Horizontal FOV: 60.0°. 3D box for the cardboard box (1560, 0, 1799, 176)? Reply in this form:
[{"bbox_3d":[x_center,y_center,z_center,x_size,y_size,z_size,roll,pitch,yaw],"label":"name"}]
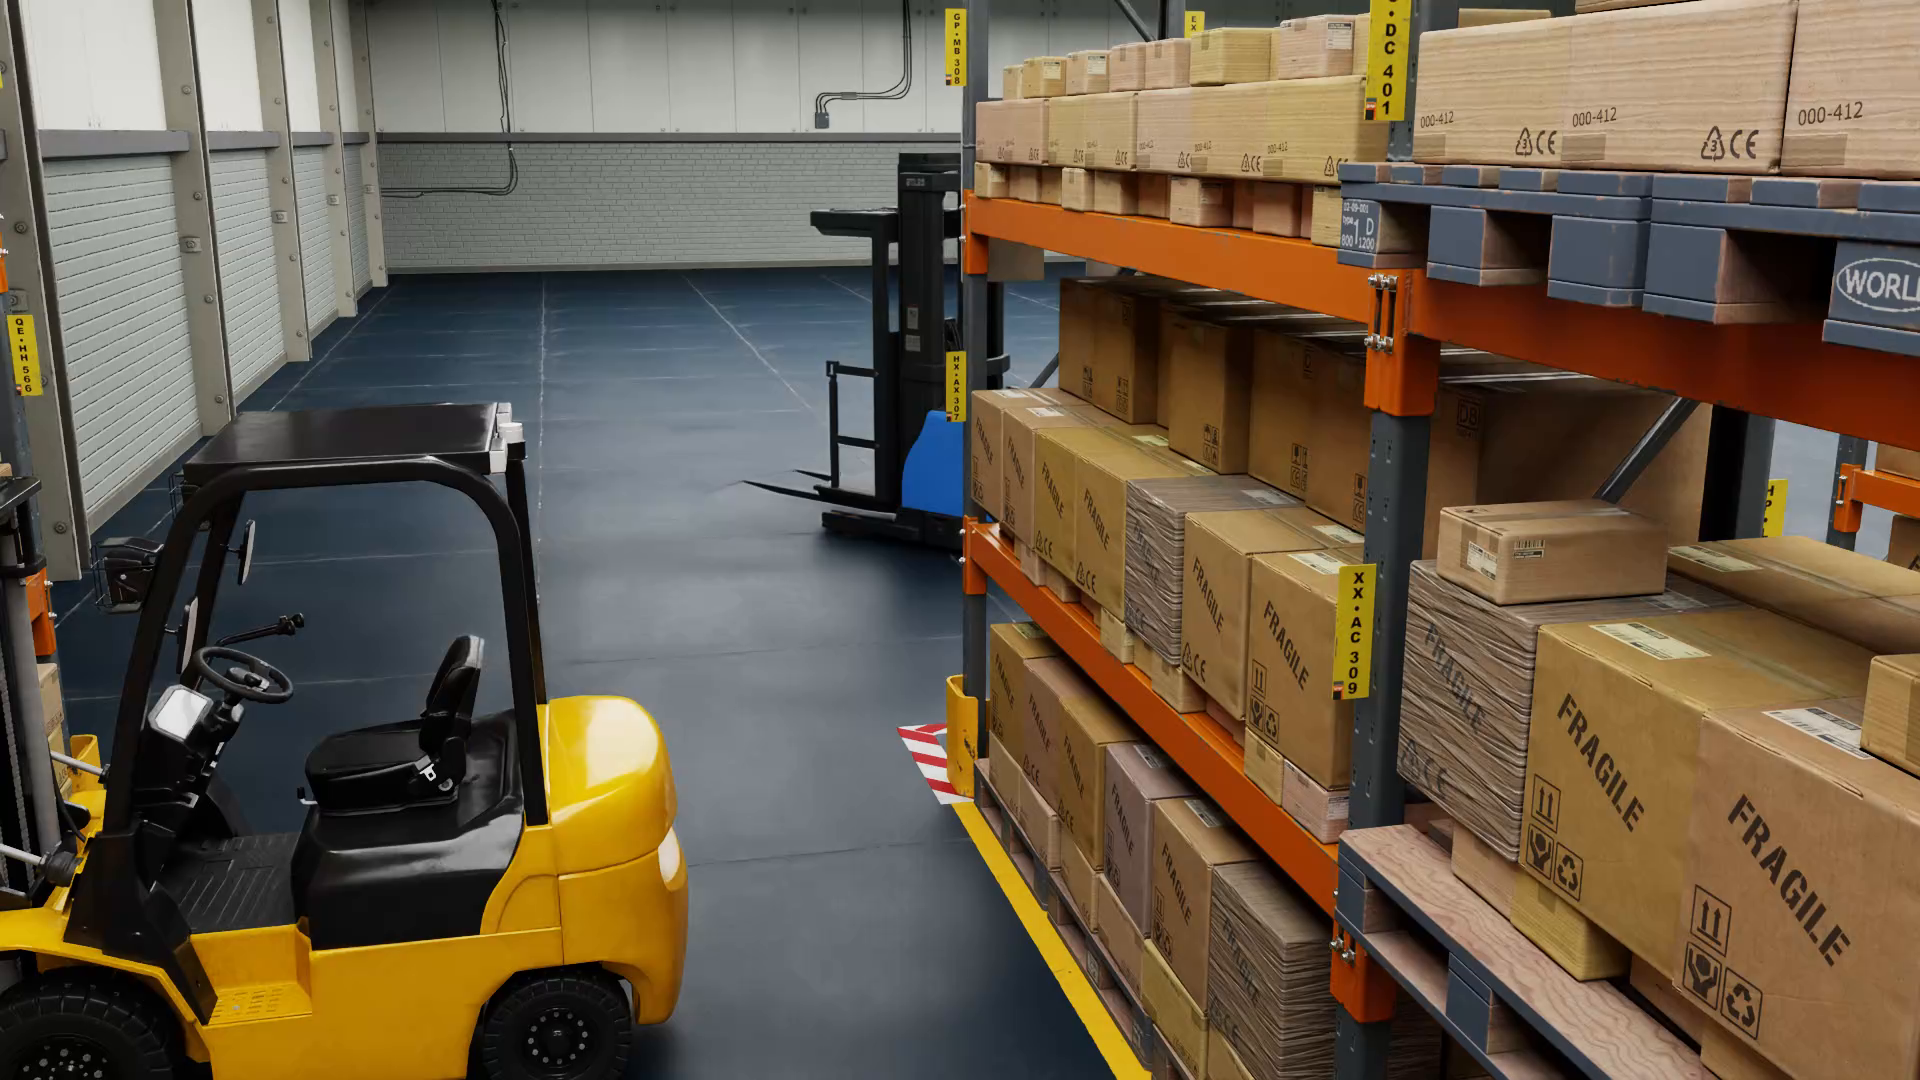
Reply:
[{"bbox_3d":[1.320,-0.709,2.621,0.500,0.250,0.500,-3,14,-14],"label":"cardboard box"}]

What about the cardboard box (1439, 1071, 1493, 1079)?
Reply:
[{"bbox_3d":[1.576,1.585,5.026,0.500,0.250,0.500,-4,14,-16],"label":"cardboard box"}]

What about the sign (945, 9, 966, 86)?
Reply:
[{"bbox_3d":[-0.015,-2.169,7.324,0.100,0.325,0.005,-3,14,-13],"label":"sign"}]

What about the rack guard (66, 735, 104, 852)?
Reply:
[{"bbox_3d":[-4.317,1.168,7.091,1.175,0.500,0.348,-3,14,-13],"label":"rack guard"}]

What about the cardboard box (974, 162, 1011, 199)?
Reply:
[{"bbox_3d":[0.275,-1.558,7.194,0.380,0.149,0.250,-3,14,-13],"label":"cardboard box"}]

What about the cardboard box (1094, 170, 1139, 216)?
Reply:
[{"bbox_3d":[0.684,-1.202,5.736,0.380,0.149,0.250,-4,14,-15],"label":"cardboard box"}]

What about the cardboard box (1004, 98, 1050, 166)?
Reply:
[{"bbox_3d":[0.481,-1.599,6.521,0.500,0.250,0.500,-3,14,-14],"label":"cardboard box"}]

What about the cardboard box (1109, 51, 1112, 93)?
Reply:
[{"bbox_3d":[0.725,-1.594,5.661,0.380,0.149,0.250,-3,14,-12],"label":"cardboard box"}]

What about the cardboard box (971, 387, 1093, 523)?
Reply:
[{"bbox_3d":[0.355,-0.386,7.350,0.500,0.500,0.500,-4,14,-14],"label":"cardboard box"}]

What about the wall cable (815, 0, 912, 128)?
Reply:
[{"bbox_3d":[-2.244,-12.595,38.355,2.305,6.003,0.169,-3,14,-13],"label":"wall cable"}]

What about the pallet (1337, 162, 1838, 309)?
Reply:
[{"bbox_3d":[1.494,-0.613,3.190,1.213,0.211,1.003,-3,14,-13],"label":"pallet"}]

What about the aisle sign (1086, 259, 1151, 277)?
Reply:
[{"bbox_3d":[0.780,-1.611,7.724,0.394,0.787,0.004,-3,14,-13],"label":"aisle sign"}]

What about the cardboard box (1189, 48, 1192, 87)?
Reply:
[{"bbox_3d":[0.906,-1.418,4.940,0.380,0.149,0.250,-4,14,-14],"label":"cardboard box"}]

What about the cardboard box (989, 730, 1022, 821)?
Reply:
[{"bbox_3d":[0.433,1.015,7.360,0.500,0.250,0.500,-3,14,-14],"label":"cardboard box"}]

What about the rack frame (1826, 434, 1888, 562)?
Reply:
[{"bbox_3d":[5.301,-0.617,9.133,1.000,3.000,0.127,-3,14,-13],"label":"rack frame"}]

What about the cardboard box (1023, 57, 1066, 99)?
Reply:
[{"bbox_3d":[0.458,-1.767,6.366,0.380,0.149,0.250,-3,14,-13],"label":"cardboard box"}]

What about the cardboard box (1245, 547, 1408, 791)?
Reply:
[{"bbox_3d":[1.106,0.323,4.447,0.500,0.500,0.500,-4,14,-15],"label":"cardboard box"}]

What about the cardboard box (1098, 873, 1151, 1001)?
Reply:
[{"bbox_3d":[0.802,1.375,5.886,0.500,0.250,0.500,-3,14,-12],"label":"cardboard box"}]

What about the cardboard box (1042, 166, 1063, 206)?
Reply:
[{"bbox_3d":[0.535,-1.384,6.481,0.380,0.149,0.250,-3,14,-14],"label":"cardboard box"}]

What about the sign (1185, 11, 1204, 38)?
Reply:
[{"bbox_3d":[1.057,-2.231,7.555,0.100,0.325,0.005,-3,14,-13],"label":"sign"}]

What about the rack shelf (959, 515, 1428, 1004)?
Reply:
[{"bbox_3d":[0.983,0.493,6.105,1.077,0.370,4.000,-3,14,-13],"label":"rack shelf"}]

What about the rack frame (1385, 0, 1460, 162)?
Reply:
[{"bbox_3d":[1.452,-2.309,3.419,1.000,3.000,0.127,-3,14,-13],"label":"rack frame"}]

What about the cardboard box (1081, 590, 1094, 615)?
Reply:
[{"bbox_3d":[0.677,0.194,6.343,0.380,0.149,0.250,-3,14,-11],"label":"cardboard box"}]

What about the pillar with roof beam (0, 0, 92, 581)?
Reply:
[{"bbox_3d":[-2.248,-4.368,11.845,9.100,9.000,0.400,-3,14,-13],"label":"pillar with roof beam"}]

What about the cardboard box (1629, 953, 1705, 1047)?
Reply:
[{"bbox_3d":[1.466,0.787,3.029,0.380,0.149,0.250,-2,14,-10],"label":"cardboard box"}]

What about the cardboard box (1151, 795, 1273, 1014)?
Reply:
[{"bbox_3d":[0.931,1.134,5.296,0.500,0.500,0.500,-3,14,-12],"label":"cardboard box"}]

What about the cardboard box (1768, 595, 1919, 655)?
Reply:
[{"bbox_3d":[1.902,0.416,3.182,0.500,0.500,0.500,-3,14,-13],"label":"cardboard box"}]

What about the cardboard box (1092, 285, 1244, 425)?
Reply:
[{"bbox_3d":[0.957,-0.774,6.830,0.700,0.500,0.500,-3,14,-13],"label":"cardboard box"}]

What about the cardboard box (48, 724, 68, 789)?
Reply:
[{"bbox_3d":[-3.893,0.943,6.601,0.500,0.250,0.500,-3,14,-14],"label":"cardboard box"}]

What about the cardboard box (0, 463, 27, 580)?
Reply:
[{"bbox_3d":[-3.940,0.010,6.355,0.500,0.500,0.500,-4,14,-14],"label":"cardboard box"}]

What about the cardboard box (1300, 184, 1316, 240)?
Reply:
[{"bbox_3d":[1.108,-0.849,4.291,0.380,0.149,0.250,-3,14,-13],"label":"cardboard box"}]

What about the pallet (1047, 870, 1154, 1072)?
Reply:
[{"bbox_3d":[0.970,1.525,6.242,1.003,0.211,1.213,-3,14,-13],"label":"pallet"}]

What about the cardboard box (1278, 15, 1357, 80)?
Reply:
[{"bbox_3d":[1.030,-1.234,4.188,0.380,0.149,0.250,-4,14,-15],"label":"cardboard box"}]

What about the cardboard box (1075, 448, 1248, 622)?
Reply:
[{"bbox_3d":[0.727,-0.033,5.903,0.500,0.500,0.500,-4,14,-14],"label":"cardboard box"}]

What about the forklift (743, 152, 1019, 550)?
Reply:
[{"bbox_3d":[-0.463,-1.541,13.059,3.031,2.935,1.130,11,18,39],"label":"forklift"}]

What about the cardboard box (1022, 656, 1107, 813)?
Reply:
[{"bbox_3d":[0.567,0.777,6.756,0.500,0.500,0.500,-4,14,-15],"label":"cardboard box"}]

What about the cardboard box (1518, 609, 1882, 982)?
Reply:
[{"bbox_3d":[1.402,0.447,3.053,0.500,0.500,0.500,-3,14,-13],"label":"cardboard box"}]

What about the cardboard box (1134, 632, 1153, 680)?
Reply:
[{"bbox_3d":[0.808,0.375,5.602,0.380,0.149,0.250,-4,14,-14],"label":"cardboard box"}]

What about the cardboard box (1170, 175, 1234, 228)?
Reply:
[{"bbox_3d":[0.854,-1.024,5.008,0.380,0.149,0.250,-3,14,-12],"label":"cardboard box"}]

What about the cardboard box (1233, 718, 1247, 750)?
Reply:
[{"bbox_3d":[1.030,0.548,4.893,0.380,0.149,0.250,-3,14,-13],"label":"cardboard box"}]

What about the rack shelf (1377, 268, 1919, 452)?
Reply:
[{"bbox_3d":[1.922,-0.041,1.972,1.077,0.370,4.000,-3,14,-13],"label":"rack shelf"}]

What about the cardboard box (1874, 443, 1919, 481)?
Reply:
[{"bbox_3d":[5.432,-0.607,8.775,0.875,0.550,0.550,-3,14,-13],"label":"cardboard box"}]

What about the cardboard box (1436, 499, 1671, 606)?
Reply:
[{"bbox_3d":[1.219,0.021,3.432,0.380,0.149,0.250,-3,14,-13],"label":"cardboard box"}]

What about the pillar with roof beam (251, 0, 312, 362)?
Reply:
[{"bbox_3d":[-5.066,-7.136,23.176,9.100,9.000,0.400,-3,14,-13],"label":"pillar with roof beam"}]

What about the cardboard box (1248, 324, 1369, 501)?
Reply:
[{"bbox_3d":[1.369,-0.424,5.398,0.700,0.500,0.500,-4,14,-14],"label":"cardboard box"}]

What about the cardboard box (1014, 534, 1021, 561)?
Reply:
[{"bbox_3d":[0.448,0.017,7.066,0.380,0.149,0.250,-4,14,-15],"label":"cardboard box"}]

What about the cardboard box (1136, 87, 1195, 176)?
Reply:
[{"bbox_3d":[0.862,-1.246,5.074,0.500,0.250,0.500,-4,14,-14],"label":"cardboard box"}]
